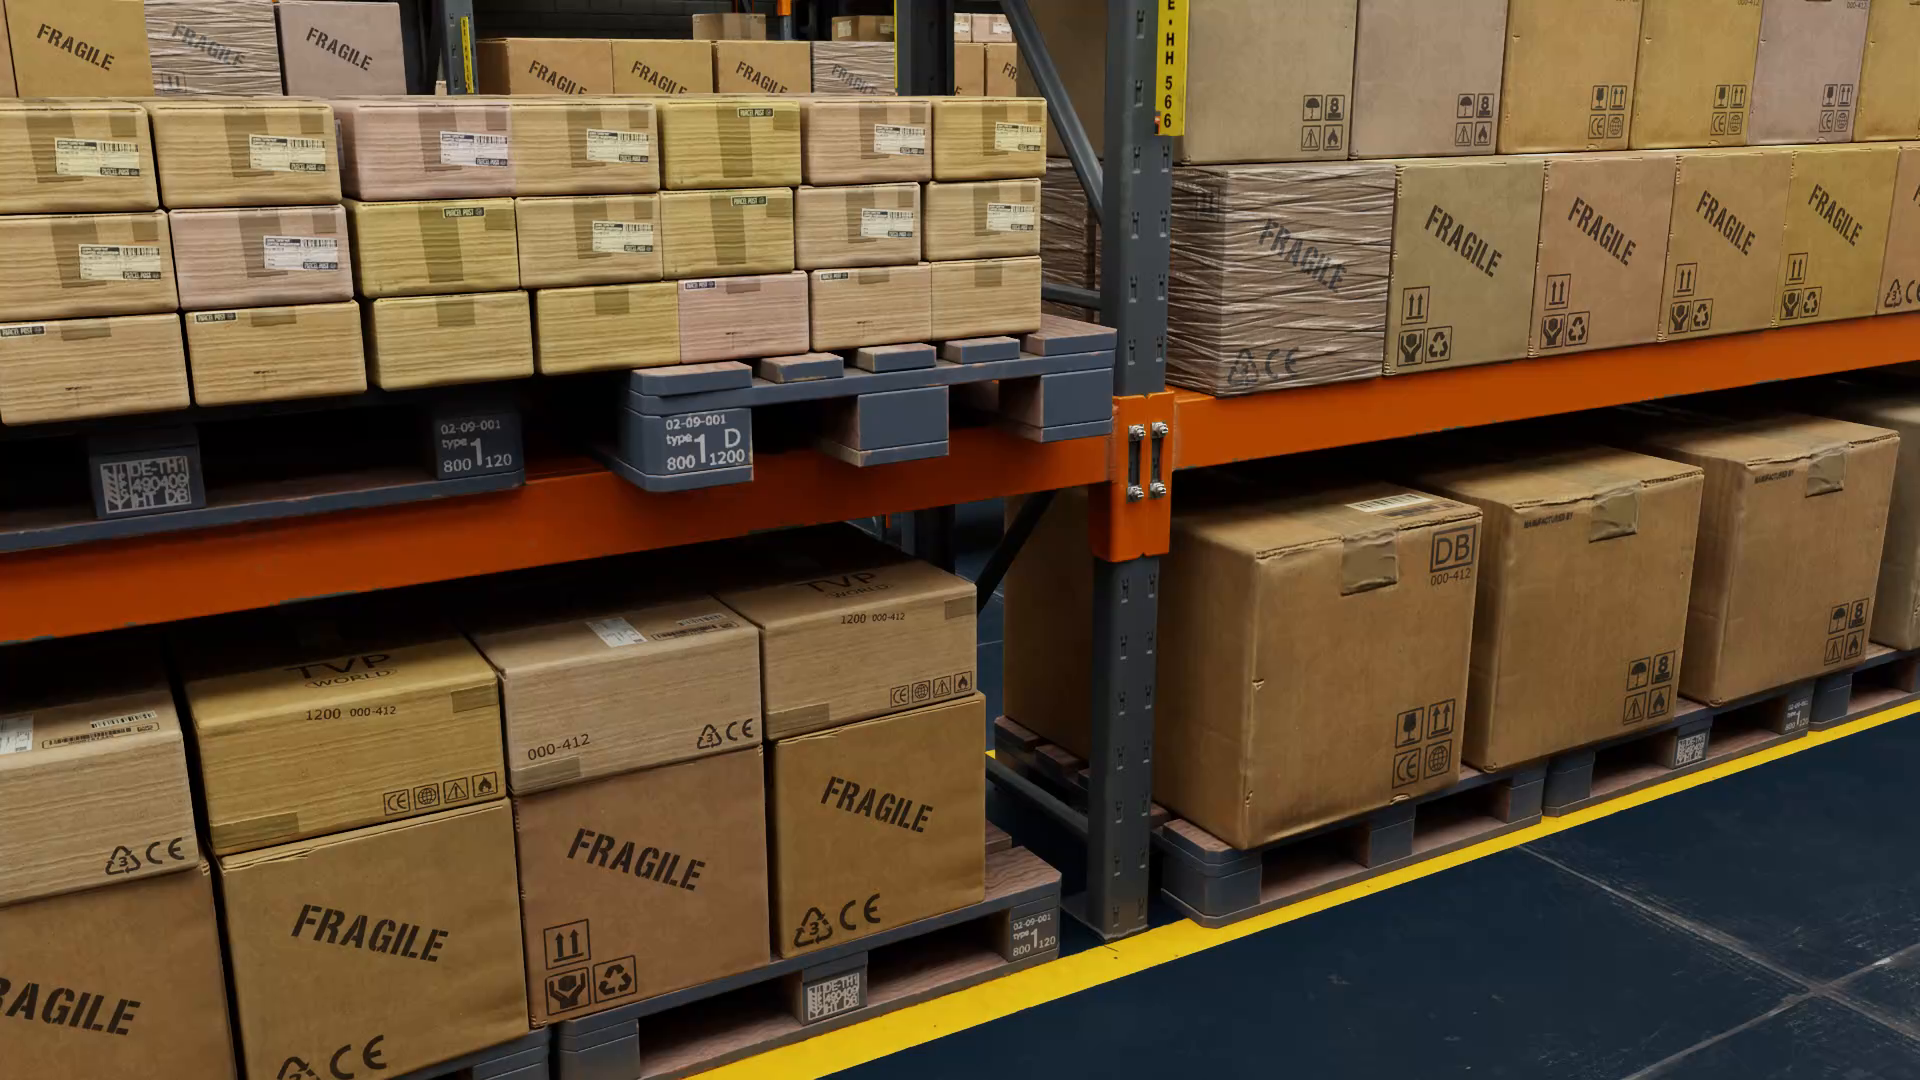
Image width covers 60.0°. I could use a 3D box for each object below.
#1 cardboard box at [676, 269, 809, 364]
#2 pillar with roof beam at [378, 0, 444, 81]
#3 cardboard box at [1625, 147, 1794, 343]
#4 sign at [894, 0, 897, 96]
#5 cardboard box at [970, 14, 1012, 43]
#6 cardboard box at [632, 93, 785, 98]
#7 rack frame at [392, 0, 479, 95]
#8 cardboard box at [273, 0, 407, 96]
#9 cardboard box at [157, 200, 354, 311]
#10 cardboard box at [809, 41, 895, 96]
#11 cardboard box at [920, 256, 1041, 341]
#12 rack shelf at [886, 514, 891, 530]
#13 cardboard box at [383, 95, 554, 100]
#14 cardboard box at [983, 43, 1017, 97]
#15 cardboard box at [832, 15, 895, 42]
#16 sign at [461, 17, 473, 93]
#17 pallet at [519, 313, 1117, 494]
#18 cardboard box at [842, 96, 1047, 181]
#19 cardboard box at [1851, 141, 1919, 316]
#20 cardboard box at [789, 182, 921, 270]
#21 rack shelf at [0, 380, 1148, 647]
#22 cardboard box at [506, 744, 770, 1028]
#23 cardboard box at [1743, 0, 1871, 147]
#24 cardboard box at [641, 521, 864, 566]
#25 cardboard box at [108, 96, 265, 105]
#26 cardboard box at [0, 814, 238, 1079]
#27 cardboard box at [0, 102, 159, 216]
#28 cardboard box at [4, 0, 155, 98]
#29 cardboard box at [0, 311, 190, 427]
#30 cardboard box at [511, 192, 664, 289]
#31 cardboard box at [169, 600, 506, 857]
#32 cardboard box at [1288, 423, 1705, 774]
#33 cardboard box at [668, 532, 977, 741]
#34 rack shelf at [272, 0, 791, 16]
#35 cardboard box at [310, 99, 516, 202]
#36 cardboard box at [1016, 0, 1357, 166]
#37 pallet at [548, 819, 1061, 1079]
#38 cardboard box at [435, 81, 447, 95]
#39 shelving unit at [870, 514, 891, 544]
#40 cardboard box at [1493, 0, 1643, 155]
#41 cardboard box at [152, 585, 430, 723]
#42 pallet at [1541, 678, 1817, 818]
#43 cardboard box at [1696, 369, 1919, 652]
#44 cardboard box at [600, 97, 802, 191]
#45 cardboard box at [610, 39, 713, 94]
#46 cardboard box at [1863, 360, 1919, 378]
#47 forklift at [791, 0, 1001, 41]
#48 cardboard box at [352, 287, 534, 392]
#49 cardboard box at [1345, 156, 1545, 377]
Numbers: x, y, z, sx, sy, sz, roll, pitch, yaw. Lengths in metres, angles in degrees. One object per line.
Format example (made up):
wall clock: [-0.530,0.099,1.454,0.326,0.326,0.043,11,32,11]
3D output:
cardboard box: [-0.475,-0.440,3.108,0.250,0.149,0.380,-9,18,-29]
pillar with roof beam: [-2.180,-5.165,9.162,0.400,9.000,9.100,-9,18,-30]
cardboard box: [1.964,-0.861,4.740,0.500,0.500,0.500,-9,18,-30]
sign: [-0.143,-1.289,4.304,0.005,0.325,0.100,-9,18,-30]
cardboard box: [0.075,-2.781,9.057,0.250,0.149,0.380,-10,18,-31]
cardboard box: [-0.579,-0.913,3.696,0.250,0.149,0.380,-10,18,-31]
rack frame: [-2.490,-1.734,8.040,0.127,3.000,1.000,-9,18,-30]
cardboard box: [-2.799,-2.132,7.419,0.500,0.500,0.500,-10,18,-31]
cardboard box: [-1.148,-0.474,2.679,0.250,0.149,0.380,-9,18,-28]
cardboard box: [-0.658,-2.354,8.736,0.500,0.500,0.500,-10,19,-32]
cardboard box: [-0.041,-0.509,3.357,0.250,0.149,0.380,-9,18,-29]
rack shelf: [-0.006,-0.305,7.321,1.000,0.278,0.538,-9,18,-30]
cardboard box: [-1.019,-0.844,3.447,0.250,0.149,0.380,-10,19,-32]
cardboard box: [0.236,-2.497,9.247,0.500,0.500,0.500,-9,18,-29]
cardboard box: [-0.525,-2.838,9.260,0.250,0.149,0.380,-8,18,-27]
sign: [-2.202,-2.164,7.427,0.005,0.325,0.100,-9,18,-30]
pallet: [-0.411,-0.387,3.589,1.003,0.211,1.213,-9,18,-30]
cardboard box: [-0.039,-0.797,3.280,0.250,0.149,0.380,-10,19,-32]
cardboard box: [2.831,-1.003,5.244,0.500,0.500,0.500,-9,18,-30]
cardboard box: [-0.271,-0.616,3.187,0.250,0.149,0.380,-8,18,-28]
rack shelf: [-1.569,0.021,3.109,4.000,0.370,1.077,-9,18,-30]
cardboard box: [-0.731,0.622,3.488,0.500,0.500,0.500,-8,18,-27]
cardboard box: [2.278,-1.476,5.081,0.500,0.500,0.700,-9,18,-29]
cardboard box: [-0.570,0.077,4.042,0.500,0.250,0.500,-10,19,-32]
cardboard box: [-1.476,-0.768,3.179,0.250,0.149,0.380,-9,18,-28]
cardboard box: [-1.619,0.763,2.983,0.500,0.500,0.500,-9,18,-29]
cardboard box: [-1.372,-0.581,2.512,0.250,0.149,0.380,-9,18,-28]
cardboard box: [-3.664,-1.991,6.917,0.500,0.500,0.500,-9,18,-30]
cardboard box: [-1.375,-0.294,2.588,0.250,0.149,0.380,-10,19,-32]
cardboard box: [-0.710,-0.544,2.930,0.250,0.149,0.380,-9,18,-30]
cardboard box: [-1.177,0.333,3.130,0.500,0.250,0.500,-9,18,-28]
cardboard box: [1.461,0.092,4.915,0.750,0.750,1.050,-9,18,-29]
cardboard box: [-0.306,0.193,3.628,0.500,0.250,0.500,-10,18,-31]
rack shelf: [-3.336,-4.258,12.819,4.000,0.370,1.077,-9,18,-30]
cardboard box: [-0.916,-0.656,2.777,0.250,0.149,0.380,-9,18,-30]
cardboard box: [0.535,-1.193,4.070,0.500,0.500,0.700,-9,18,-30]
pallet: [-0.525,0.848,3.994,1.213,0.211,1.003,-9,18,-30]
cardboard box: [-3.972,-3.337,12.371,0.250,0.149,0.380,-9,18,-29]
shelving unit: [-0.006,-0.541,7.255,1.048,1.125,0.538,-9,18,-30]
cardboard box: [1.407,-1.335,4.578,0.500,0.500,0.700,-10,18,-31]
cardboard box: [-1.436,0.213,3.555,0.500,0.250,0.500,-9,18,-29]
pallet: [1.905,0.479,5.310,1.213,0.211,1.003,-9,18,-30]
cardboard box: [3.088,-0.171,5.853,0.750,0.750,1.050,-9,18,-30]
cardboard box: [-0.480,-0.726,3.027,0.250,0.149,0.380,-9,18,-28]
cardboard box: [-1.543,-2.211,8.226,0.500,0.500,0.500,-8,18,-27]
cardboard box: [4.149,-0.410,6.472,0.875,0.875,0.875,-9,18,-29]
forklift: [-0.373,-2.794,11.946,3.031,2.935,1.130,-9,18,-30]
cardboard box: [-0.920,-0.368,2.852,0.250,0.149,0.380,-10,19,-32]
cardboard box: [1.104,-0.723,4.245,0.500,0.500,0.500,-9,18,-30]
